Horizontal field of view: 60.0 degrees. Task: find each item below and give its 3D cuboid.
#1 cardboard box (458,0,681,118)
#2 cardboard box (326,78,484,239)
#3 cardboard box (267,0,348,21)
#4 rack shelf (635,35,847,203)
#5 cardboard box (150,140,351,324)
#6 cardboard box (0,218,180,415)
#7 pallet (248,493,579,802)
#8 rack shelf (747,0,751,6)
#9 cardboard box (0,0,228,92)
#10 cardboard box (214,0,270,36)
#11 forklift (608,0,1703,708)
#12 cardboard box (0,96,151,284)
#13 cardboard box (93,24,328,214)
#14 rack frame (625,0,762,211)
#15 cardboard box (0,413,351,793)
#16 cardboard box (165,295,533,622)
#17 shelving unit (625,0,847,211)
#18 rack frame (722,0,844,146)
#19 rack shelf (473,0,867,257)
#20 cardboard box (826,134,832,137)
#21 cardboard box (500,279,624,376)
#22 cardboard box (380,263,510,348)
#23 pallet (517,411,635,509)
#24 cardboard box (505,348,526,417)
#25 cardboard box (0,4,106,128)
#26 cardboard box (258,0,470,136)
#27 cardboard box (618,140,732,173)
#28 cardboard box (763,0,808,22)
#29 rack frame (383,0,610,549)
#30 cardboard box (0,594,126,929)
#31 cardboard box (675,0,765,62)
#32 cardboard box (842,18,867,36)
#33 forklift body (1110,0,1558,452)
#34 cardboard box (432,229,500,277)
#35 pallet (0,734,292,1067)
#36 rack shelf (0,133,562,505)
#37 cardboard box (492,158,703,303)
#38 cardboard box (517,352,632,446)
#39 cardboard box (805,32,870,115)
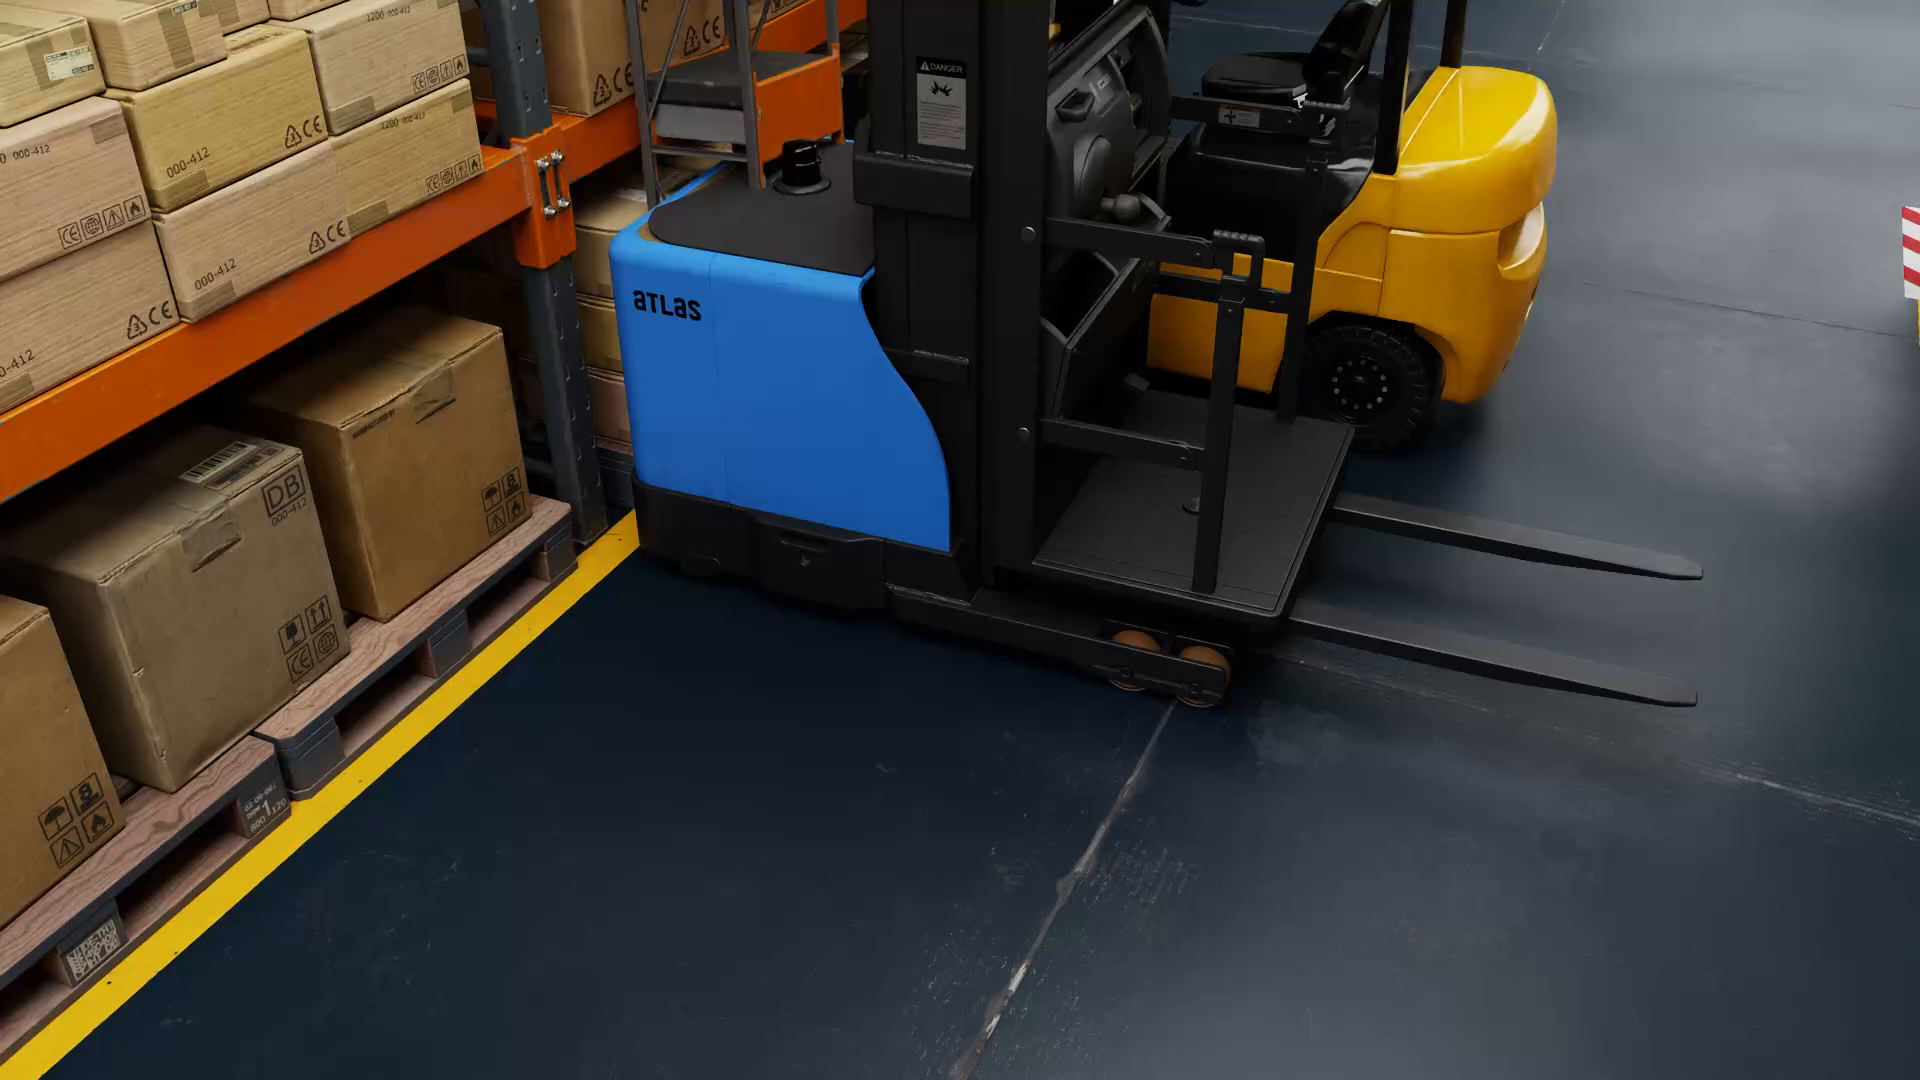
[{"bbox_3d":[-1.174,-1.576,4.826,0.500,0.500,0.500,13,35,19],"label":"cardboard box"},{"bbox_3d":[-1.570,-0.999,4.175,0.500,0.250,0.500,15,36,22],"label":"cardboard box"},{"bbox_3d":[-1.629,-1.332,3.863,0.380,0.149,0.250,14,36,20],"label":"cardboard box"},{"bbox_3d":[-0.647,-1.203,5.016,0.431,0.518,0.480,11,29,23],"label":"rack shelf"},{"bbox_3d":[-1.775,-0.747,3.791,0.500,0.250,0.500,14,36,20],"label":"cardboard box"},{"bbox_3d":[-2.011,-0.507,3.424,0.500,0.250,0.500,14,36,21],"label":"cardboard box"},{"bbox_3d":[-1.869,0.169,4.799,1.003,0.211,1.213,14,36,20],"label":"pallet"},{"bbox_3d":[-0.662,-1.828,4.701,0.431,0.518,0.480,11,29,23],"label":"rack shelf"},{"bbox_3d":[-1.769,-1.061,3.449,0.380,0.149,0.250,13,35,19],"label":"cardboard box"},{"bbox_3d":[-1.780,-1.222,3.696,0.380,0.149,0.250,14,36,20],"label":"cardboard box"},{"bbox_3d":[0.581,-1.099,4.252,3.031,2.935,1.130,12,35,18],"label":"forklift"},{"bbox_3d":[-1.998,-0.705,3.270,0.500,0.250,0.500,15,36,21],"label":"cardboard box"},{"bbox_3d":[-1.779,-0.958,3.656,0.500,0.250,0.500,13,36,19],"label":"cardboard box"},{"bbox_3d":[-0.753,-1.114,4.815,0.400,2.100,0.015,11,29,23],"label":"rack frame"},{"bbox_3d":[-2.136,0.092,4.157,0.875,0.625,0.625,14,36,20],"label":"cardboard box"},{"bbox_3d":[-1.805,-0.293,4.744,0.875,0.625,0.625,16,36,23],"label":"cardboard box"},{"bbox_3d":[-0.648,-1.215,5.010,0.431,2.100,0.503,11,29,23],"label":"shelving unit"},{"bbox_3d":[-0.542,-1.316,5.206,0.400,2.100,0.015,11,29,23],"label":"rack frame"},{"bbox_3d":[-0.760,-2.068,6.324,1.077,0.370,4.000,14,36,20],"label":"rack shelf"},{"bbox_3d":[-0.688,-1.488,5.997,0.500,0.250,0.500,15,36,22],"label":"cardboard box"},{"bbox_3d":[-1.114,-0.778,5.369,0.500,0.250,0.500,14,36,20],"label":"cardboard box"},{"bbox_3d":[-1.579,-0.897,5.551,0.500,0.250,0.500,13,36,19],"label":"cardboard box"},{"bbox_3d":[-1.226,-0.593,5.962,1.003,0.211,1.213,14,36,20],"label":"pallet"},{"bbox_3d":[-1.577,-0.687,5.686,0.500,0.250,0.500,15,36,21],"label":"cardboard box"},{"bbox_3d":[-1.936,-0.945,3.272,0.380,0.149,0.250,13,36,19],"label":"cardboard box"},{"bbox_3d":[-1.570,-1.216,4.050,0.500,0.250,0.500,13,36,19],"label":"cardboard box"},{"bbox_3d":[-0.886,-1.238,5.615,0.500,0.250,0.500,14,36,21],"label":"cardboard box"},{"bbox_3d":[-0.760,-2.091,5.613,0.500,0.500,0.500,14,36,20],"label":"cardboard box"},{"bbox_3d":[-1.597,-1.373,4.608,1.000,3.000,0.127,14,36,20],"label":"rack frame"},{"bbox_3d":[-2.449,0.467,3.585,0.875,0.625,0.625,13,35,19],"label":"cardboard box"},{"bbox_3d":[-0.971,-1.839,5.228,0.500,0.500,0.500,15,36,21],"label":"cardboard box"},{"bbox_3d":[-0.243,-1.999,6.775,0.500,0.250,0.500,15,36,21],"label":"cardboard box"},{"bbox_3d":[0.941,-1.647,5.800,2.313,2.155,1.214,14,36,20],"label":"forklift body"},{"bbox_3d":[-1.566,-1.106,5.414,0.500,0.250,0.500,15,36,21],"label":"cardboard box"},{"bbox_3d":[-2.379,0.779,3.869,1.003,0.211,1.213,14,36,20],"label":"pallet"},{"bbox_3d":[-2.433,-0.076,3.286,1.077,0.370,4.000,14,36,20],"label":"rack shelf"},{"bbox_3d":[-1.109,-0.986,5.230,0.500,0.250,0.500,14,36,20],"label":"cardboard box"},{"bbox_3d":[-1.094,-0.563,5.498,0.500,0.250,0.500,15,36,21],"label":"cardboard box"},{"bbox_3d":[-0.462,-1.748,6.393,0.500,0.250,0.500,13,36,20],"label":"cardboard box"}]
